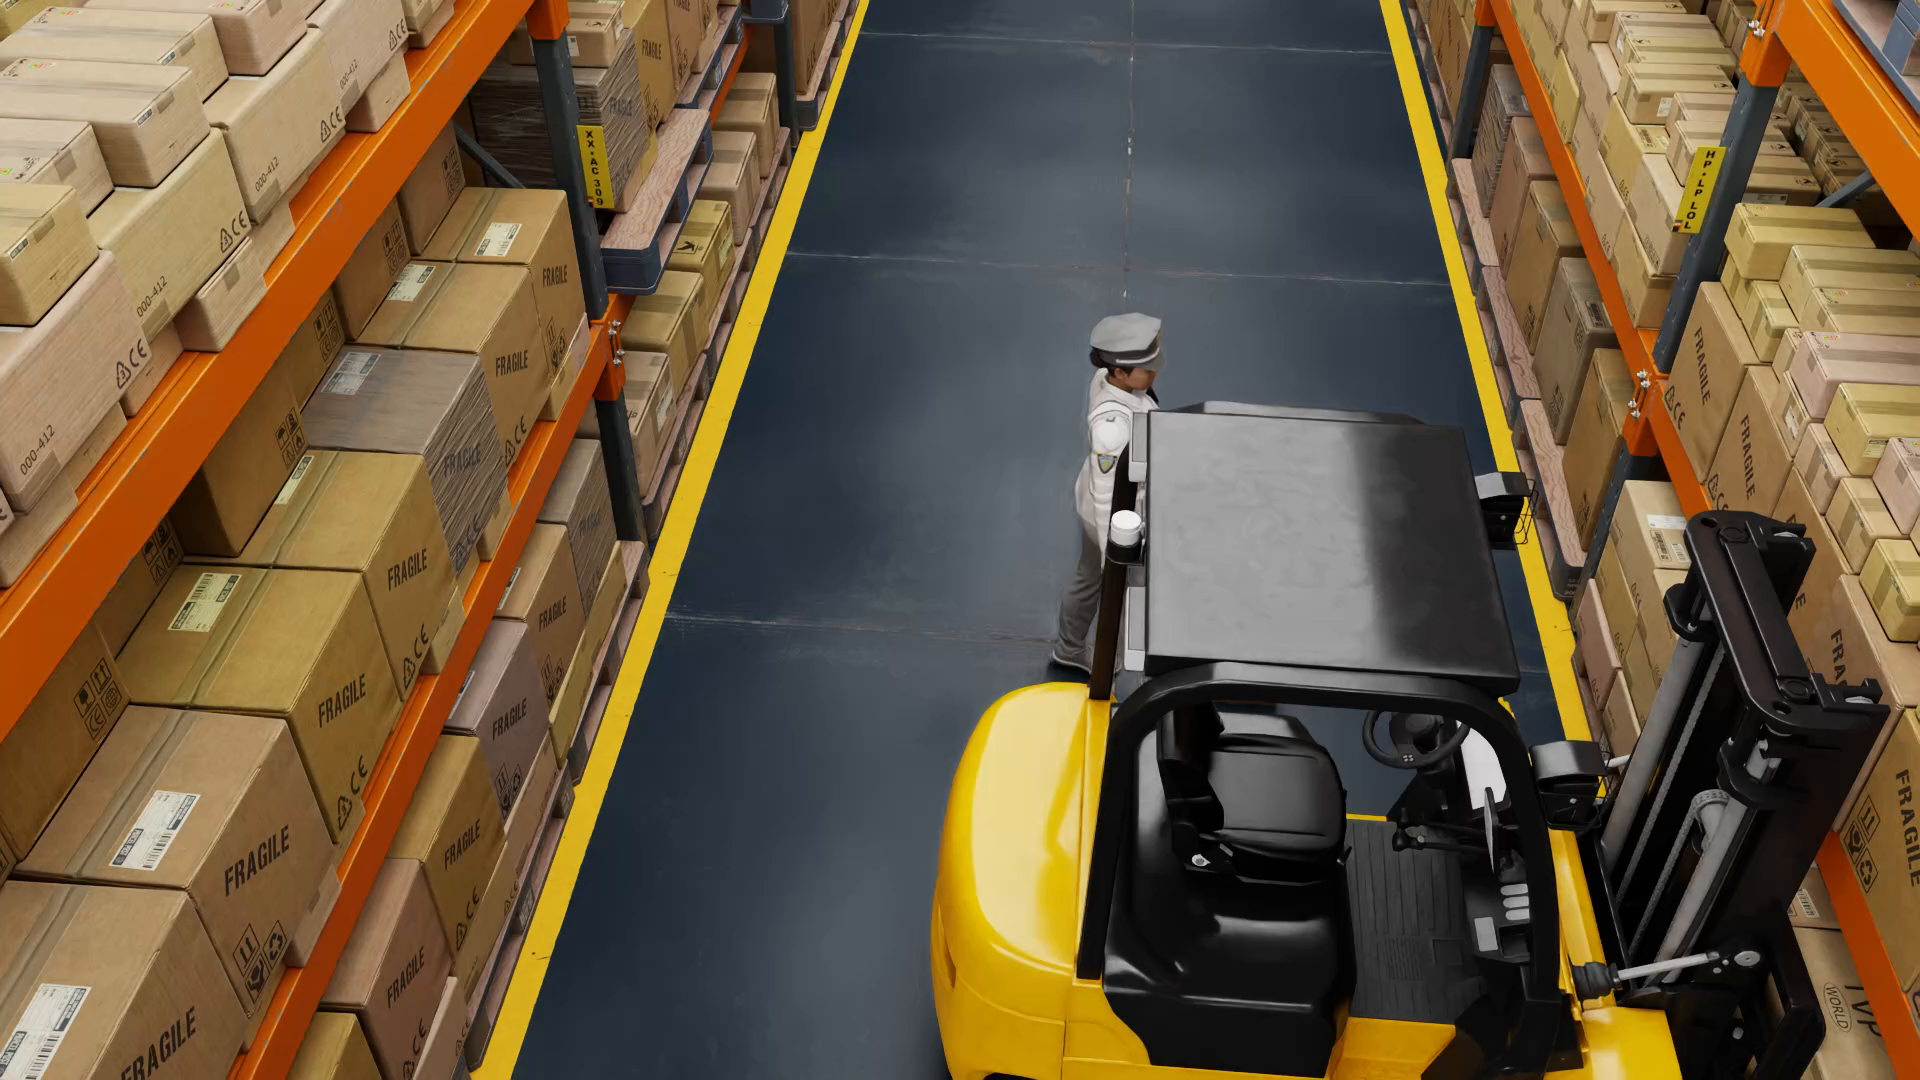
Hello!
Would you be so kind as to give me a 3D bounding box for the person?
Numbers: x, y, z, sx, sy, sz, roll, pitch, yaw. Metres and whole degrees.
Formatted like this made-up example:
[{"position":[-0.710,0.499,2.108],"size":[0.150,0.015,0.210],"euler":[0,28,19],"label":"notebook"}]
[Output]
[{"position":[0.717,-0.103,6.257],"size":[0.680,1.664,0.507],"euler":[2,40,3],"label":"person"}]
